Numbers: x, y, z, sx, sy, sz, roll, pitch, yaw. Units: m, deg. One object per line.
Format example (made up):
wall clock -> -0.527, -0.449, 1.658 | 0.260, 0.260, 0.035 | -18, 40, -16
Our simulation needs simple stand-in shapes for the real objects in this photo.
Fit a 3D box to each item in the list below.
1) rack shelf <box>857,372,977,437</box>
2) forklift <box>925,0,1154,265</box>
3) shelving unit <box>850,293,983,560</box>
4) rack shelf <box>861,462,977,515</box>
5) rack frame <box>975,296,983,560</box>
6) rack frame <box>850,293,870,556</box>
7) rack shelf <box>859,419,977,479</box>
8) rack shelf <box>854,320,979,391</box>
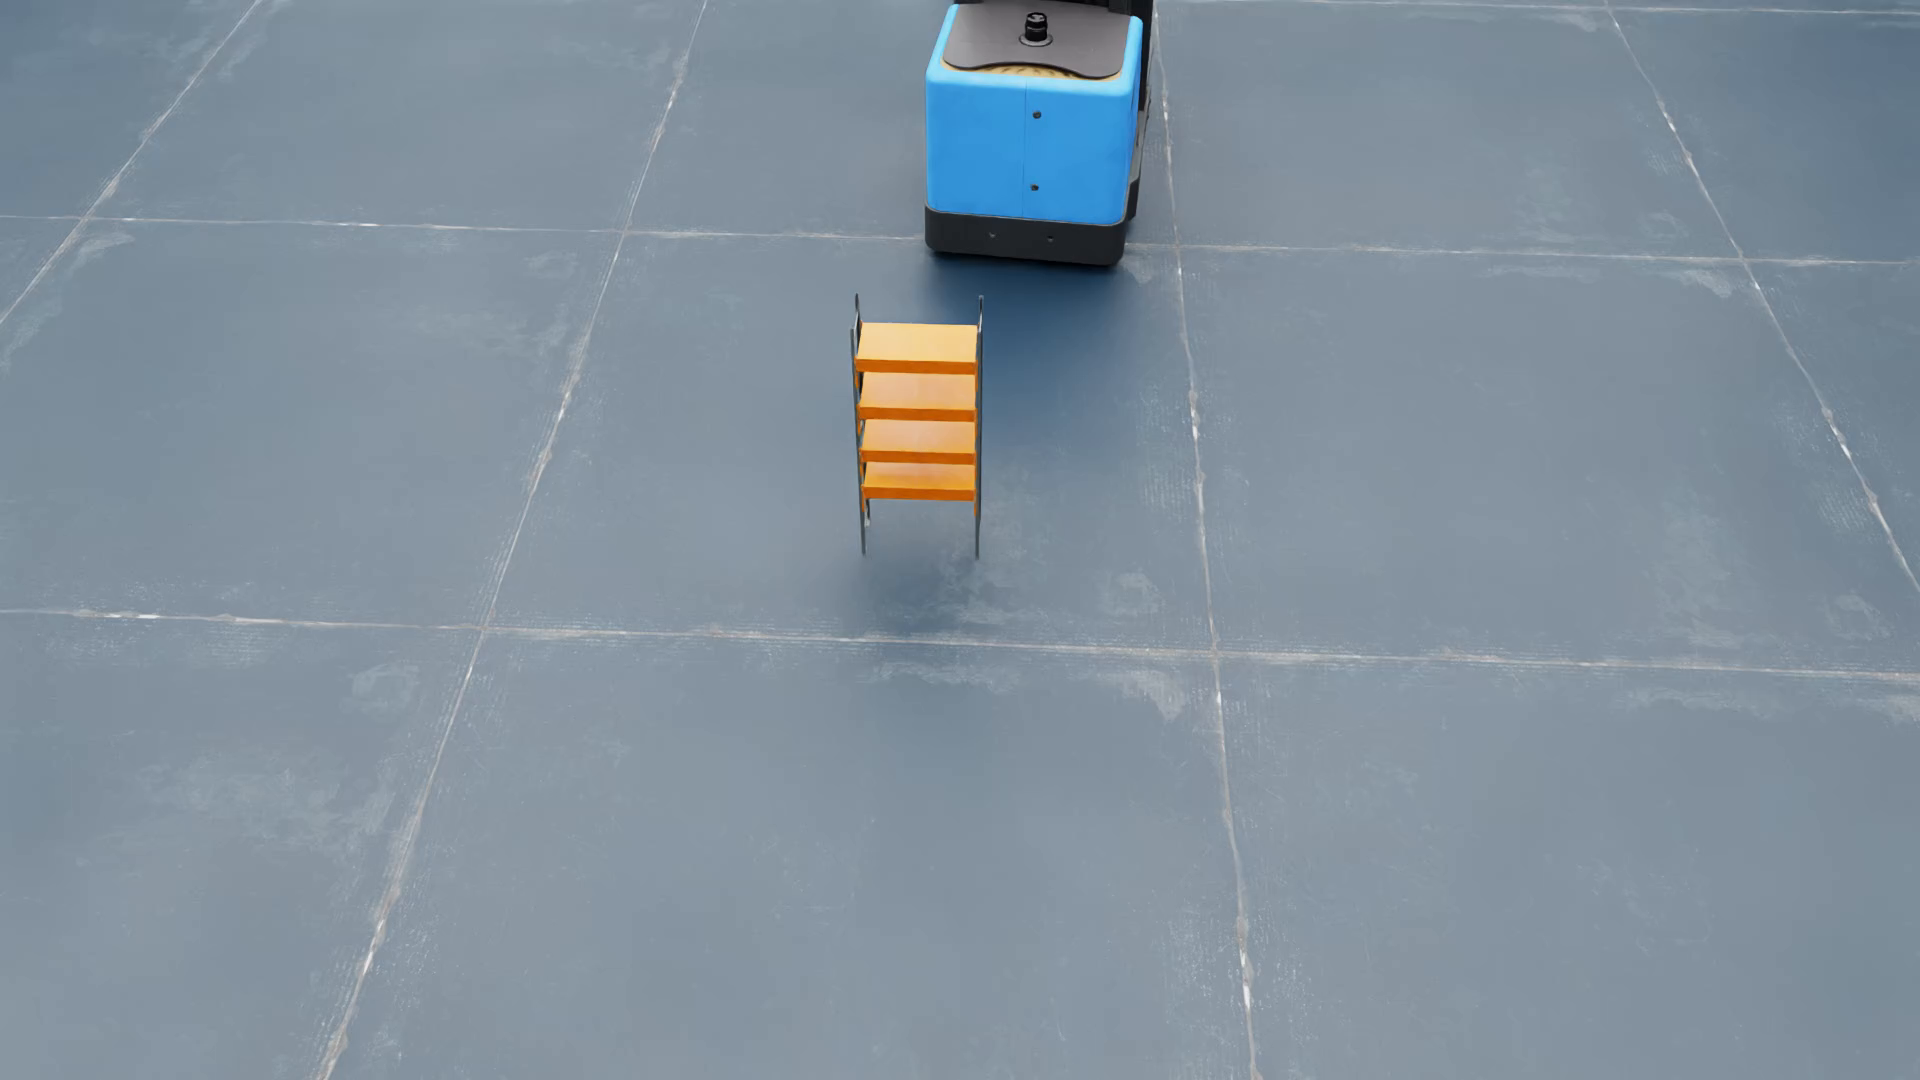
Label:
rack shelf -> -0.165, -0.559, 6.740 | 0.480, 0.148, 0.258 | 2, 43, 2
forklift -> 0.548, -3.519, 8.877 | 1.130, 2.935, 3.031 | 6, 43, 6
shelving unit -> -0.165, -0.444, 6.846 | 0.503, 1.200, 0.258 | 2, 43, 2
rack shelf -> -0.165, -0.250, 7.028 | 0.480, 0.148, 0.258 | 2, 43, 2
rack frame -> 0.078, -0.437, 6.838 | 0.015, 1.200, 0.240 | 2, 43, 2
rack frame -> -0.409, -0.452, 6.855 | 0.015, 1.200, 0.240 | 2, 43, 2
rack shelf -> -0.165, -0.395, 6.892 | 0.480, 0.148, 0.258 | 2, 43, 2
rack shelf -> -0.165, -0.732, 6.579 | 0.480, 0.148, 0.258 | 2, 43, 2
